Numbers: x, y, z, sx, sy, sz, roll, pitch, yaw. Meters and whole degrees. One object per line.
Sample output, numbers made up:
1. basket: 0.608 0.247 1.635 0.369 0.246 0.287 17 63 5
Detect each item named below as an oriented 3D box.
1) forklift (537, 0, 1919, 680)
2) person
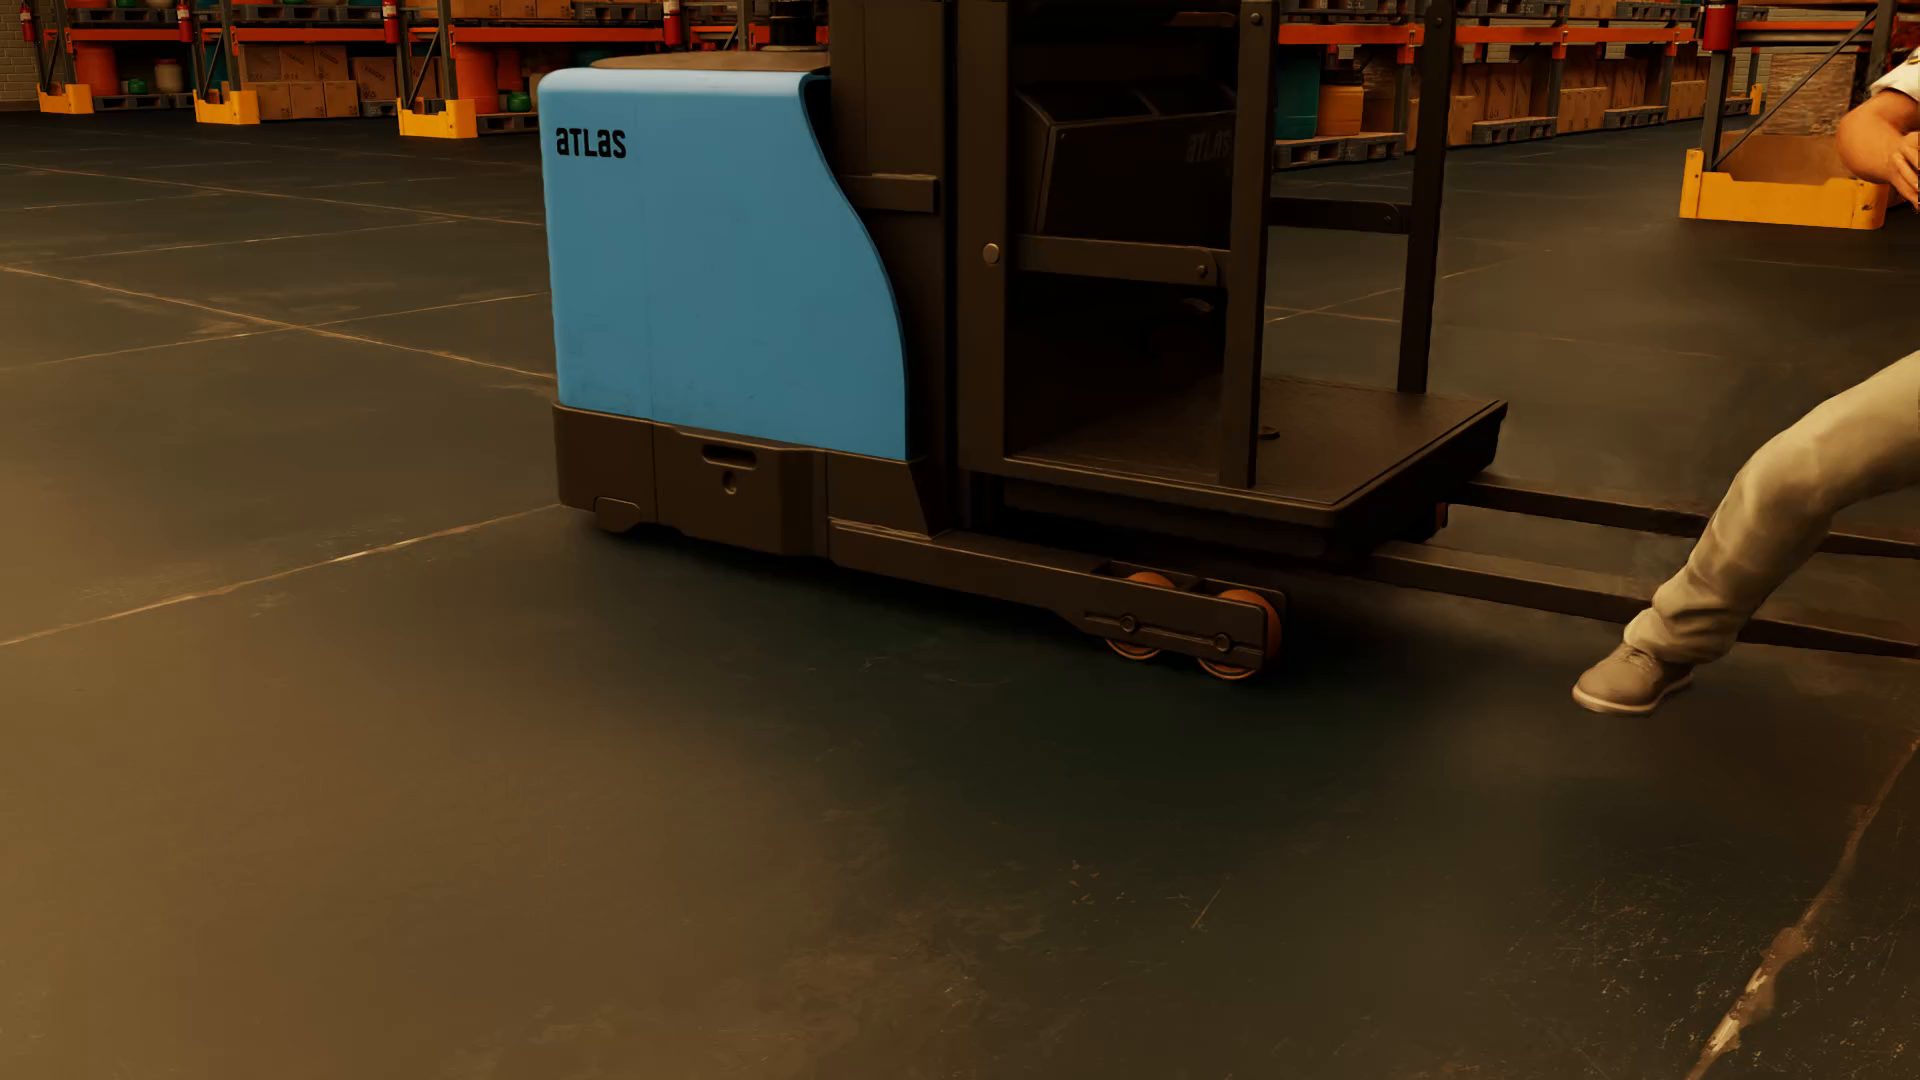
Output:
1. forklift: 0.546 -1.318 3.239 3.031 2.935 1.130 11 20 31
2. person: 1.543 -0.287 2.232 0.685 1.422 1.129 -14 22 -38
